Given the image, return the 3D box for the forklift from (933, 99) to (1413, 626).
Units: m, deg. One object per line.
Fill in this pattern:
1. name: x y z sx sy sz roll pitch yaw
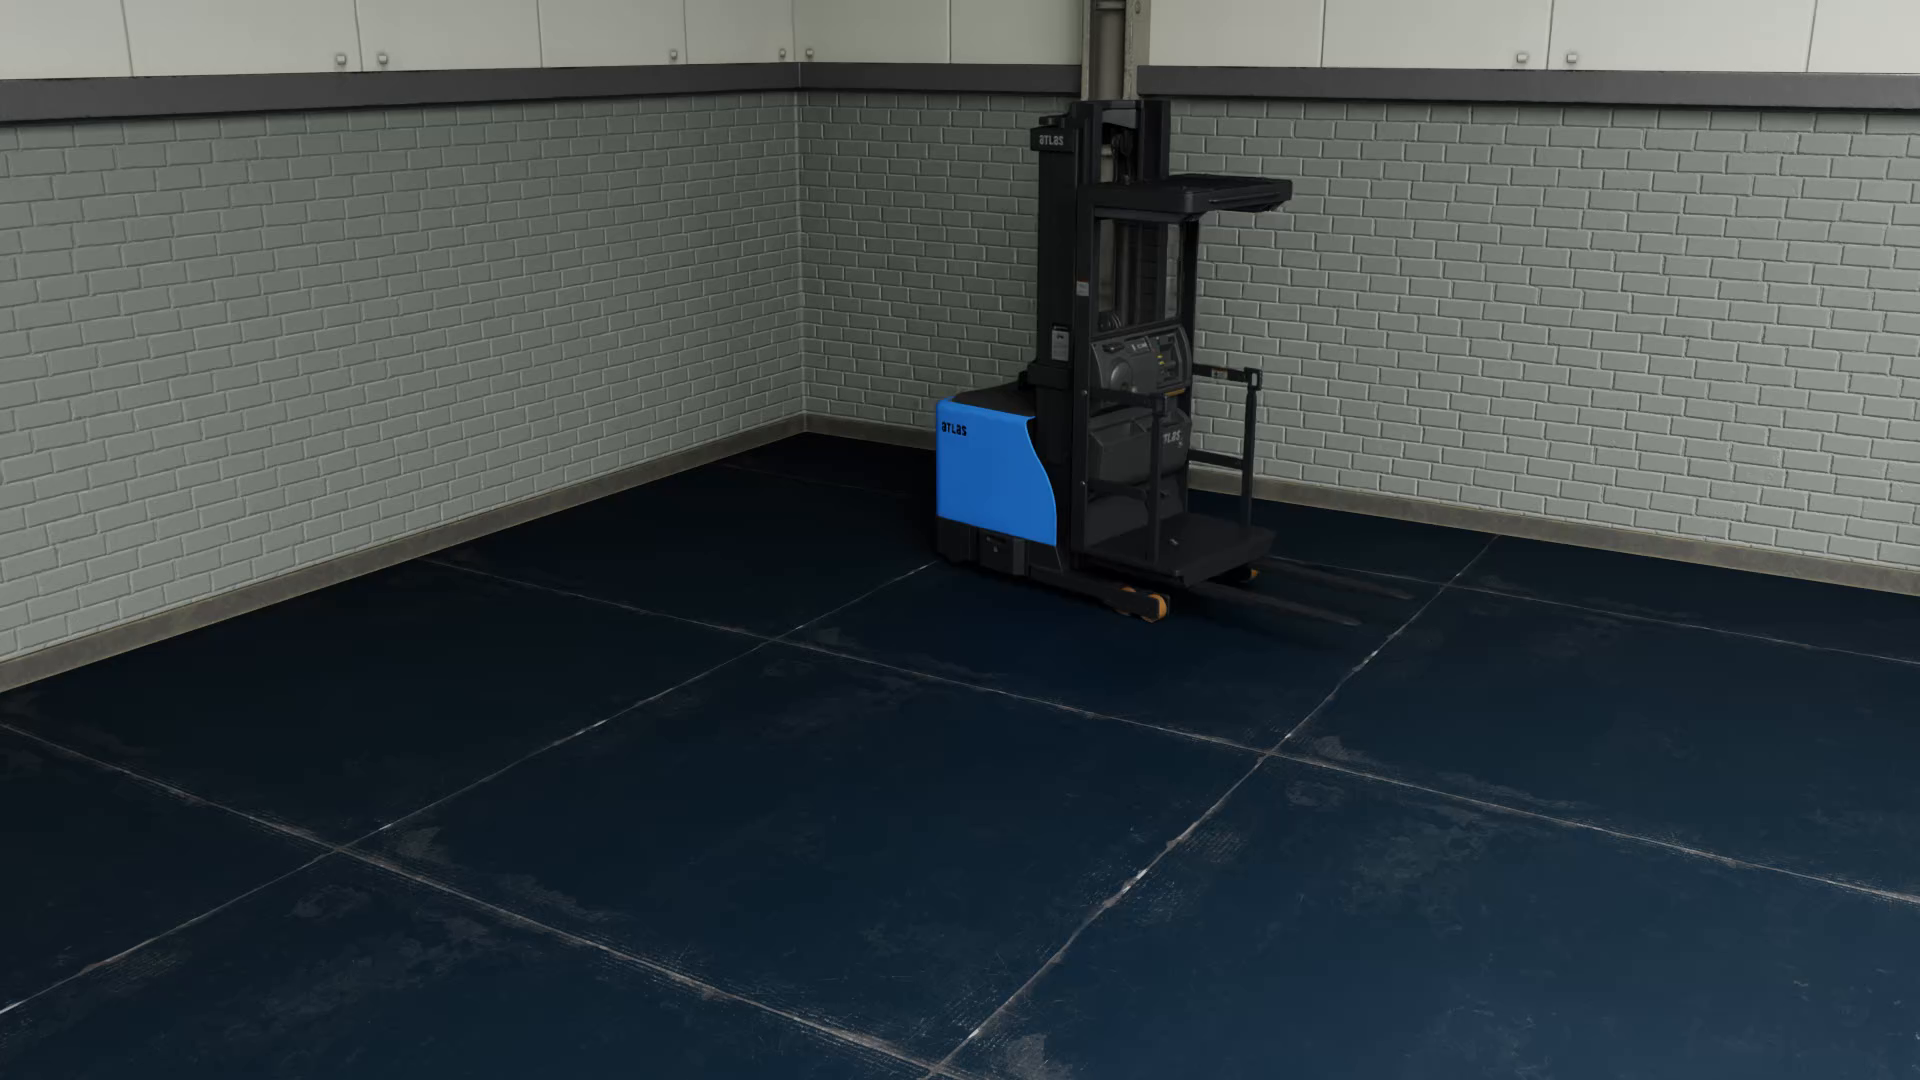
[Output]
1. forklift: 1.259 -1.090 9.926 3.031 2.935 1.130 15 22 40

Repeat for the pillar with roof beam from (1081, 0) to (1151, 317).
1. pillar with roof beam: -1.131 -3.705 8.094 0.400 9.000 9.100 10 20 30
